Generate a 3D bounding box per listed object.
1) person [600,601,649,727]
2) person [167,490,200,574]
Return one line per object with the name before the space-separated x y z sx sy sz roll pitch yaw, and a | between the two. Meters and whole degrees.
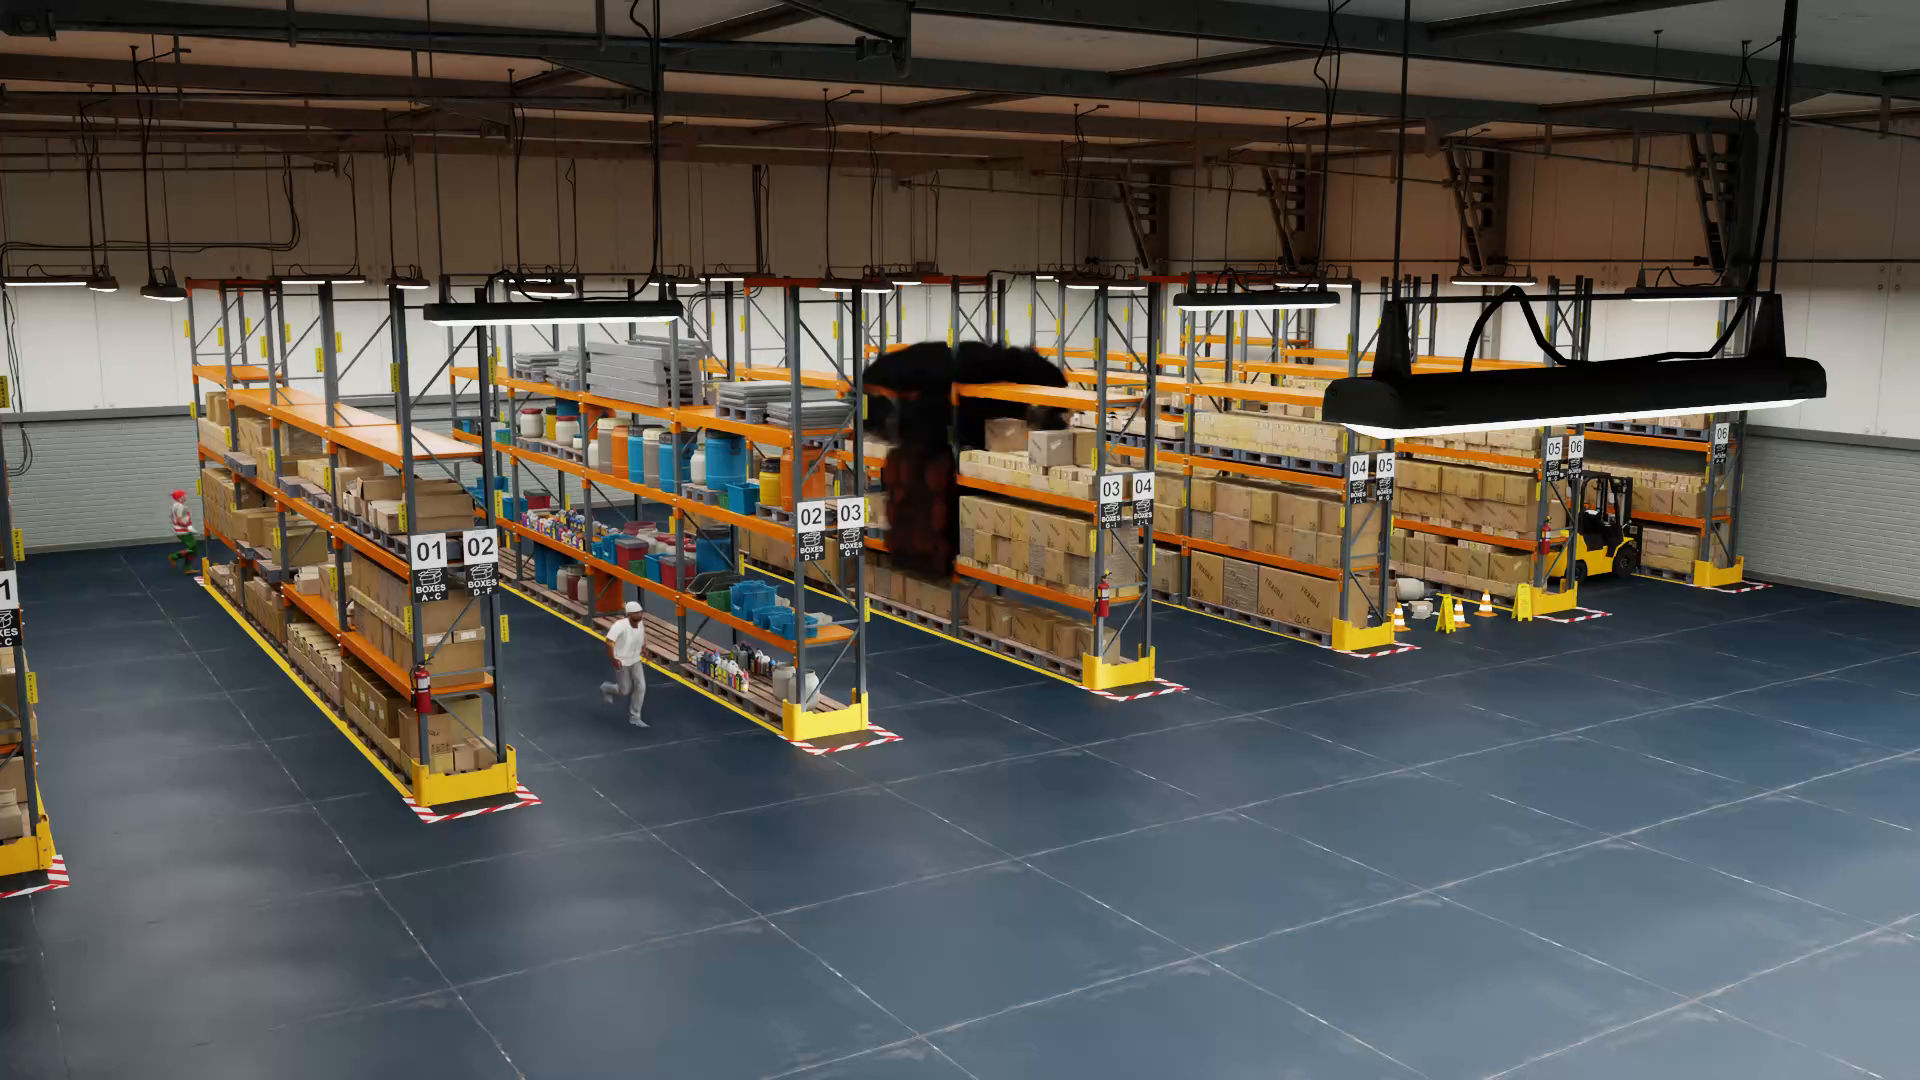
person | -4.627 1.687 22.950 0.875 1.743 0.712 7 12 37
person | -15.801 -0.154 33.709 0.627 1.741 0.656 -7 12 -37
